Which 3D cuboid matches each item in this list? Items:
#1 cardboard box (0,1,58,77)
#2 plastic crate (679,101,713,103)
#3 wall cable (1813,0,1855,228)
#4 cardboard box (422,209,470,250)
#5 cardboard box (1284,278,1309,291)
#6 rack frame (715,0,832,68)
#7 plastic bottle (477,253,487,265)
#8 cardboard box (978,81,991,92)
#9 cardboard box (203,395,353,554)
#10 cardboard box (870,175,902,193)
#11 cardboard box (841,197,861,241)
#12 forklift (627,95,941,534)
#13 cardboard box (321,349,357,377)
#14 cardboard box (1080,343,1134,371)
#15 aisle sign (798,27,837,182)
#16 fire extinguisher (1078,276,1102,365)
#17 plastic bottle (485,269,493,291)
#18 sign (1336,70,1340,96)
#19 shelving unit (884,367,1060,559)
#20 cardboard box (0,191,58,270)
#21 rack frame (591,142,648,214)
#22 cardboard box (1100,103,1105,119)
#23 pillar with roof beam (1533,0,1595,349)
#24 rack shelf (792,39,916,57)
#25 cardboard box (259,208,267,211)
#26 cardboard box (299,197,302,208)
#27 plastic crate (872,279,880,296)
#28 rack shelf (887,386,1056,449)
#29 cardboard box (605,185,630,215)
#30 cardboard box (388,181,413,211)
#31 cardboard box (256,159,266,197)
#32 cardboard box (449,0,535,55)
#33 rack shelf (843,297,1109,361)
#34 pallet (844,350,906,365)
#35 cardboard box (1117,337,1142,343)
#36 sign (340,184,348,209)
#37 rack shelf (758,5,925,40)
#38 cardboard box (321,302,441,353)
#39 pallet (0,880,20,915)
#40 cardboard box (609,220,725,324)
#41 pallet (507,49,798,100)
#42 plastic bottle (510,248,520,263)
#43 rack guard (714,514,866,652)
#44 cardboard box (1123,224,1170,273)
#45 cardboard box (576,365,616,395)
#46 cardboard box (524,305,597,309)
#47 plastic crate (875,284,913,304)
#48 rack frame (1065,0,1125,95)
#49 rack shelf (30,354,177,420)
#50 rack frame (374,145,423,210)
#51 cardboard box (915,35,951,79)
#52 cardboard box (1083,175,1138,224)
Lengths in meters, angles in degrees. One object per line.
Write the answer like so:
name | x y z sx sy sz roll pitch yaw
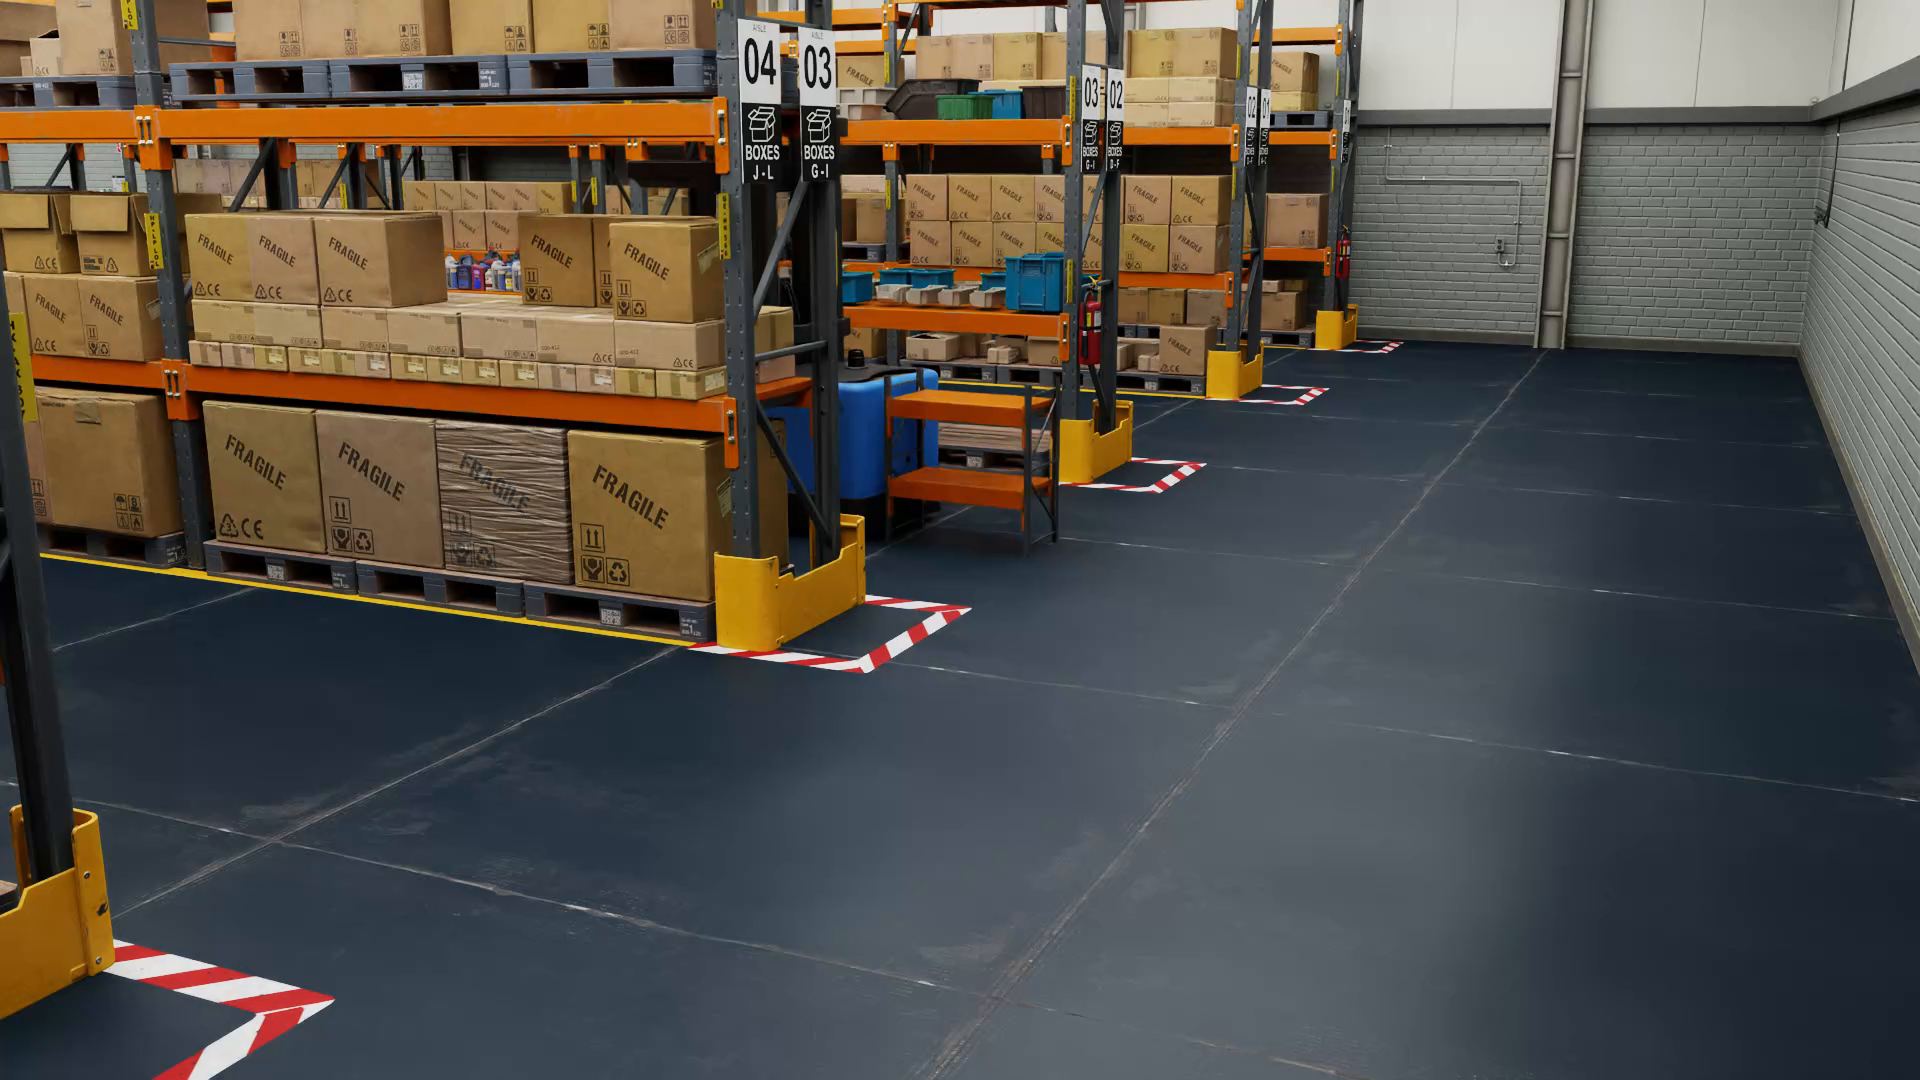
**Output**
cardboard box | -6.385 -3.276 10.939 0.637 0.503 0.797 6 14 22
plastic crate | -2.088 -3.791 14.743 0.662 0.188 0.450 6 14 23
wall cable | 10.099 -4.920 19.322 0.112 2.526 3.097 6 14 23
cardboard box | -6.725 -4.110 21.985 0.500 0.500 0.500 7 15 27
cardboard box | 4.587 -3.487 22.680 0.250 0.149 0.380 6 14 24
rack frame | -0.947 -3.926 8.288 0.127 3.000 1.000 6 14 23
plastic bottle | -4.667 -2.669 16.320 0.133 0.283 0.061 6 14 23
cardboard box | 0.214 -4.932 18.376 0.500 0.250 0.500 6 14 23
cardboard box | -4.033 -0.468 10.414 0.875 0.875 0.875 6 14 23
cardboard box | -0.981 -5.227 24.409 0.500 0.250 0.500 6 14 24
cardboard box | -1.585 -3.838 19.908 0.500 0.500 0.700 8 16 32
forklift | -1.651 -1.672 11.965 3.031 2.935 1.130 8 16 32
cardboard box | -3.512 -1.060 9.757 0.250 0.149 0.380 6 14 22
cardboard box | 1.616 -2.043 18.450 0.500 0.250 0.500 6 14 23
aisle sign | -0.759 -2.327 8.915 0.004 0.787 0.394 6 14 23
fire extinguisher | 1.013 -1.712 12.970 0.183 0.674 0.296 6 14 23
plastic bottle | -4.336 -2.402 15.359 0.097 0.201 0.097 0 13 0
sign | 4.840 -5.850 21.288 0.005 0.325 0.100 6 14 23
shelving unit | 0.079 -0.530 11.050 1.048 1.125 0.538 7 15 26
cardboard box | -6.388 -2.090 11.181 0.637 0.503 0.797 6 15 25
rack frame | -4.245 -3.814 20.944 0.127 3.000 1.000 6 14 23
cardboard box | 1.578 -4.546 17.825 0.500 0.250 0.500 6 14 23
pillar with roof beam | 6.148 -6.062 17.389 0.400 9.000 9.100 6 14 23
rack shelf | -0.413 -7.040 24.009 4.000 0.370 1.077 6 14 23
cardboard box | -9.253 -4.368 23.083 0.500 0.500 0.700 6 14 24
cardboard box | -8.944 -4.601 22.656 0.250 0.149 0.380 6 14 23
plastic crate | -0.884 -2.213 14.564 0.466 0.136 0.293 6 14 23
rack shelf | 0.079 -0.815 10.983 1.000 0.278 0.538 7 15 26
cardboard box | -5.448 -5.428 26.640 0.500 0.500 0.700 6 14 23
cardboard box | -9.242 -5.785 27.983 0.500 0.500 0.500 6 14 23
cardboard box | -9.231 -4.998 22.928 0.500 0.500 0.700 6 14 23
cardboard box | -2.402 -2.919 9.207 0.500 0.500 0.700 5 14 19
rack shelf | -0.769 -1.875 14.253 4.000 0.370 1.077 6 14 23
pallet | -1.347 -2.154 19.973 1.213 0.211 1.003 6 14 23
cardboard box | 1.773 -2.152 18.915 0.500 0.250 0.500 6 14 23
sign | -8.126 -4.528 21.919 0.005 0.325 0.100 6 14 23
rack shelf | -2.416 -6.005 19.598 4.000 0.370 1.077 6 14 23
cardboard box | -3.352 -1.255 9.716 0.500 0.250 0.500 6 15 25
pallet | -3.846 1.289 5.299 1.213 0.211 1.003 6 14 23
cardboard box | -1.498 -1.432 8.829 0.500 0.500 0.500 6 14 24
pallet | -1.629 -2.489 8.924 1.213 0.211 1.003 6 14 23
plastic bottle | -4.248 -2.649 16.087 0.185 0.351 0.144 6 14 23
rack guard | -0.925 0.214 9.250 0.348 0.500 1.175 6 14 23
cardboard box | 2.074 -3.155 17.914 0.500 0.500 0.500 6 14 24
cardboard box | -1.874 -0.895 9.051 0.250 0.149 0.380 6 14 23
cardboard box | -2.212 -1.272 9.787 0.500 0.250 0.500 5 14 21
plastic crate | -0.561 -2.052 13.881 0.250 0.136 0.298 6 14 23
rack frame | 1.060 -4.961 12.697 0.127 3.000 1.000 6 14 23
rack shelf | -6.432 -1.210 11.422 4.000 0.370 1.077 6 14 23
rack frame | -9.556 -5.590 28.510 0.127 3.000 1.000 6 14 23
cardboard box | -0.128 -5.403 18.741 0.500 0.500 0.700 6 14 23
cardboard box | 1.613 -3.687 17.994 0.500 0.500 0.500 6 15 25
